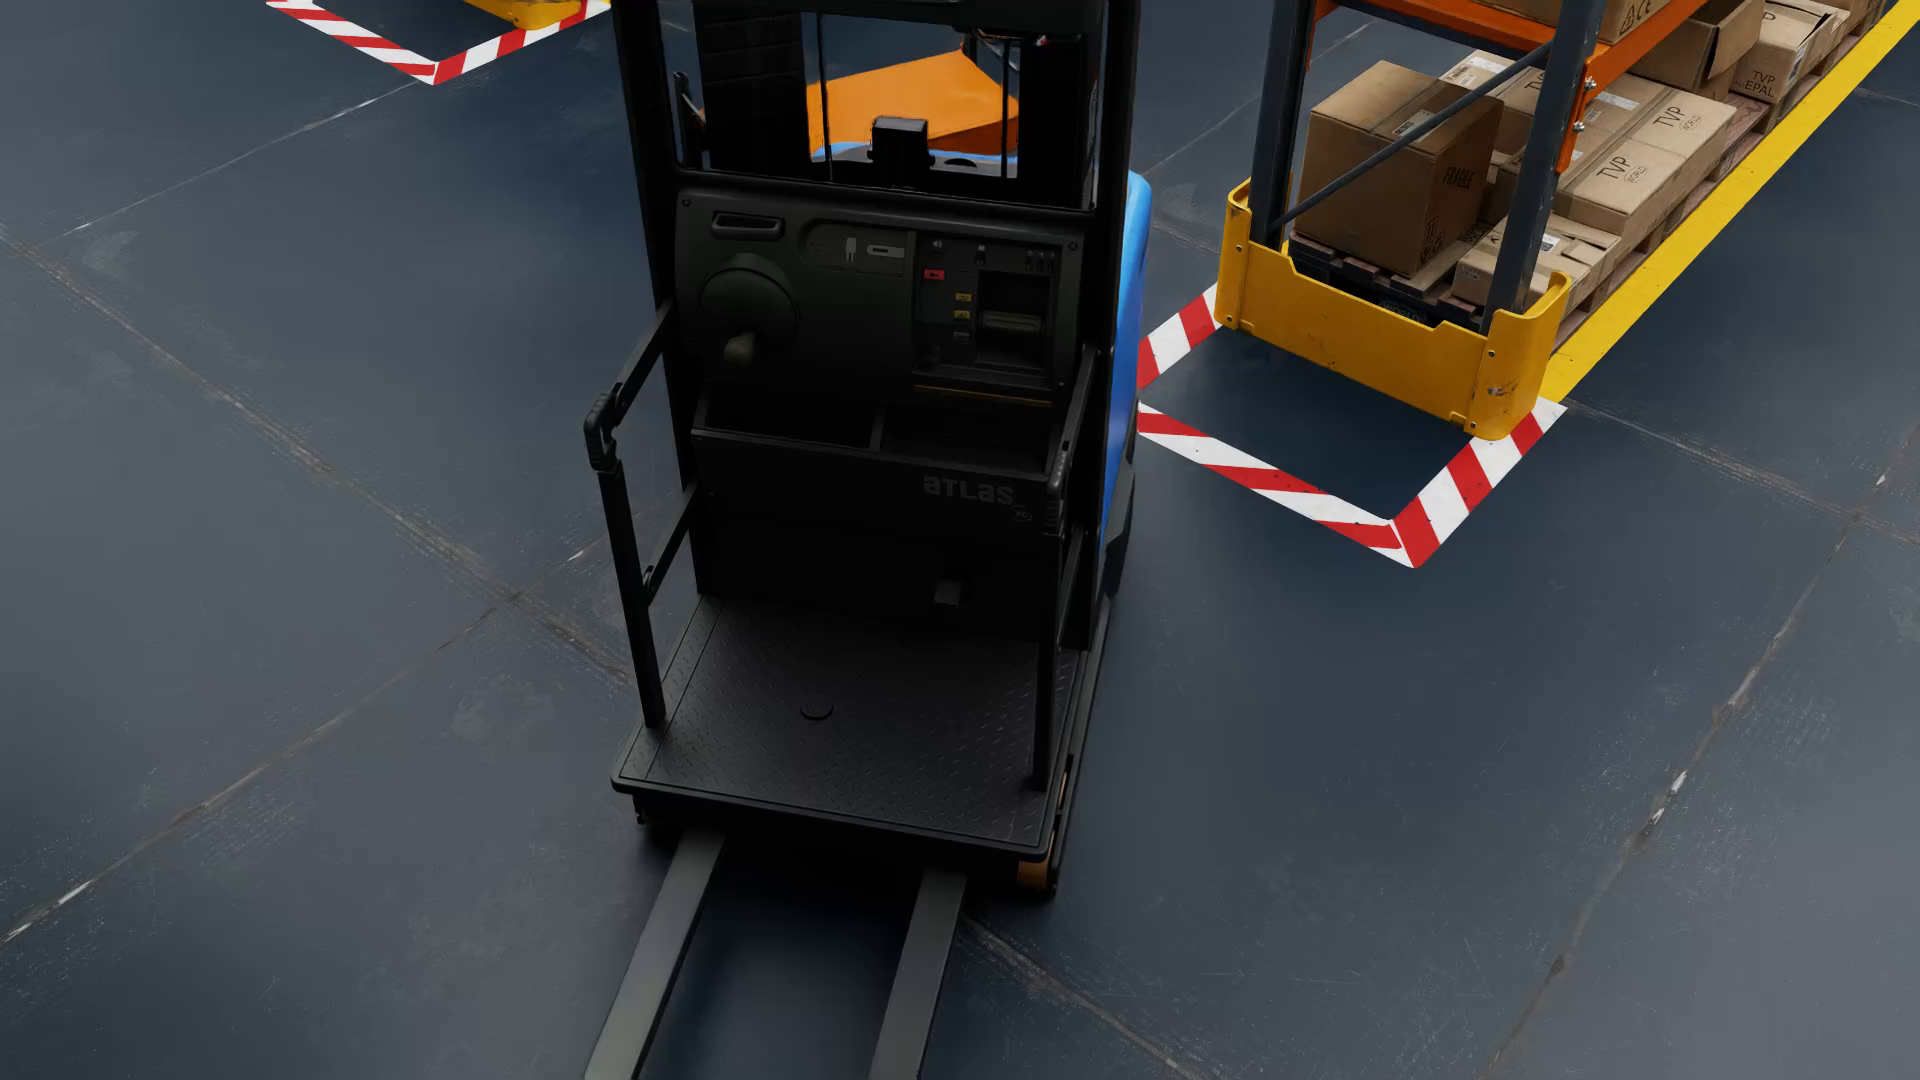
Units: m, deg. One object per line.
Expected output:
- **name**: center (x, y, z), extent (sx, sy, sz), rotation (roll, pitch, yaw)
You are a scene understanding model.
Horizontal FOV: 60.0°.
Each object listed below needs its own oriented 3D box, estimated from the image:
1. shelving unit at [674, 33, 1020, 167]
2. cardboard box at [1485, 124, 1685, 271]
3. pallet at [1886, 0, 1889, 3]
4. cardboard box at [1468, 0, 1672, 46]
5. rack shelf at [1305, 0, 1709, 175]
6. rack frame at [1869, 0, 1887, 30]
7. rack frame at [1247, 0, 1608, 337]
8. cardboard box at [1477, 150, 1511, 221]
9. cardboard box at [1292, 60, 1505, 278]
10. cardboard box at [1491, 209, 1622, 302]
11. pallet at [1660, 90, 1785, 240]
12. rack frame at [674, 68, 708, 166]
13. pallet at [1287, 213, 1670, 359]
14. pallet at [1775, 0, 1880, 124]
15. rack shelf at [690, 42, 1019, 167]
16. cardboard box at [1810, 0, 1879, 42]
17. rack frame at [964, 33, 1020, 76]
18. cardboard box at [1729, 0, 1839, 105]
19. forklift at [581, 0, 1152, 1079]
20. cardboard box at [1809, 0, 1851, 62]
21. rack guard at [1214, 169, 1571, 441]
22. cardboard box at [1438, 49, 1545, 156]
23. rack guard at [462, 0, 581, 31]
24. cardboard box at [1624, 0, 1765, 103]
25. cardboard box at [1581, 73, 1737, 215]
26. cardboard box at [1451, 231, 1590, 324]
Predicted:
- **shelving unit**: center (-0.313, -1.060, 5.580), extent (1.048, 1.125, 0.538), rotation (-19, 46, -20)
- **cardboard box**: center (2.311, -1.289, 6.154), extent (0.500, 0.250, 0.500), rotation (29, 50, 28)
- **pallet**: center (4.491, -3.192, 8.603), extent (1.003, 0.211, 1.213), rotation (29, 50, 28)
- **cardboard box**: center (1.909, -1.880, 5.013), extent (0.500, 0.500, 0.500), rotation (31, 50, 29)
- **rack shelf**: center (2.709, -2.492, 6.296), extent (1.077, 0.370, 4.000), rotation (29, 50, 28)
- **rack frame**: center (3.996, -3.788, 7.187), extent (1.000, 3.000, 0.127), rotation (29, 50, 28)
- **rack frame**: center (1.422, -1.729, 4.921), extent (1.000, 3.000, 0.127), rotation (29, 50, 28)
- **cardboard box**: center (1.913, -1.399, 6.338), extent (0.380, 0.166, 0.250), rotation (29, 50, 28)
- **cardboard box**: center (1.583, -1.353, 6.039), extent (0.500, 0.500, 0.500), rotation (29, 50, 28)
- **cardboard box**: center (2.115, -1.039, 5.942), extent (0.380, 0.166, 0.250), rotation (29, 50, 28)
- **pallet**: center (2.768, -1.772, 7.042), extent (1.003, 0.211, 1.213), rotation (29, 50, 28)
- **rack frame**: center (-0.766, -0.905, 5.409), extent (0.032, 1.125, 0.500), rotation (-19, 46, -20)
- **pallet**: center (1.983, -1.147, 6.355), extent (1.003, 0.211, 1.213), rotation (29, 50, 28)
- **pallet**: center (3.553, -2.403, 7.736), extent (1.003, 0.211, 1.213), rotation (29, 50, 28)
- **rack shelf**: center (-0.313, -1.277, 5.383), extent (1.000, 0.278, 0.538), rotation (-19, 46, -20)
- **cardboard box**: center (3.846, -2.610, 7.422), extent (0.500, 0.500, 0.500), rotation (29, 50, 28)
- **rack frame**: center (0.140, -1.215, 5.751), extent (0.032, 1.125, 0.500), rotation (-19, 46, -20)
- **cardboard box**: center (3.364, -2.154, 7.061), extent (0.500, 0.311, 0.500), rotation (29, 50, 28)
- **forklift**: center (-0.232, -0.467, 3.585), extent (1.130, 2.935, 3.031), rotation (8, 43, 9)
- **cardboard box**: center (3.651, -2.261, 7.299), extent (0.380, 0.149, 0.250), rotation (29, 50, 28)
- **rack guard**: center (1.471, -0.843, 5.805), extent (1.175, 0.500, 0.348), rotation (29, 50, 28)
- **cardboard box**: center (2.217, -1.737, 6.647), extent (0.500, 0.250, 0.500), rotation (29, 50, 28)
- **rack guard**: center (-2.373, -2.932, 8.103), extent (1.175, 0.500, 0.348), rotation (29, 50, 28)
- **cardboard box**: center (2.791, -2.058, 6.812), extent (0.797, 0.503, 0.637), rotation (29, 50, 28)
- **cardboard box**: center (2.632, -1.546, 6.437), extent (0.500, 0.250, 0.500), rotation (29, 50, 28)
- **cardboard box**: center (1.954, -0.903, 5.806), extent (0.380, 0.149, 0.250), rotation (29, 50, 28)
